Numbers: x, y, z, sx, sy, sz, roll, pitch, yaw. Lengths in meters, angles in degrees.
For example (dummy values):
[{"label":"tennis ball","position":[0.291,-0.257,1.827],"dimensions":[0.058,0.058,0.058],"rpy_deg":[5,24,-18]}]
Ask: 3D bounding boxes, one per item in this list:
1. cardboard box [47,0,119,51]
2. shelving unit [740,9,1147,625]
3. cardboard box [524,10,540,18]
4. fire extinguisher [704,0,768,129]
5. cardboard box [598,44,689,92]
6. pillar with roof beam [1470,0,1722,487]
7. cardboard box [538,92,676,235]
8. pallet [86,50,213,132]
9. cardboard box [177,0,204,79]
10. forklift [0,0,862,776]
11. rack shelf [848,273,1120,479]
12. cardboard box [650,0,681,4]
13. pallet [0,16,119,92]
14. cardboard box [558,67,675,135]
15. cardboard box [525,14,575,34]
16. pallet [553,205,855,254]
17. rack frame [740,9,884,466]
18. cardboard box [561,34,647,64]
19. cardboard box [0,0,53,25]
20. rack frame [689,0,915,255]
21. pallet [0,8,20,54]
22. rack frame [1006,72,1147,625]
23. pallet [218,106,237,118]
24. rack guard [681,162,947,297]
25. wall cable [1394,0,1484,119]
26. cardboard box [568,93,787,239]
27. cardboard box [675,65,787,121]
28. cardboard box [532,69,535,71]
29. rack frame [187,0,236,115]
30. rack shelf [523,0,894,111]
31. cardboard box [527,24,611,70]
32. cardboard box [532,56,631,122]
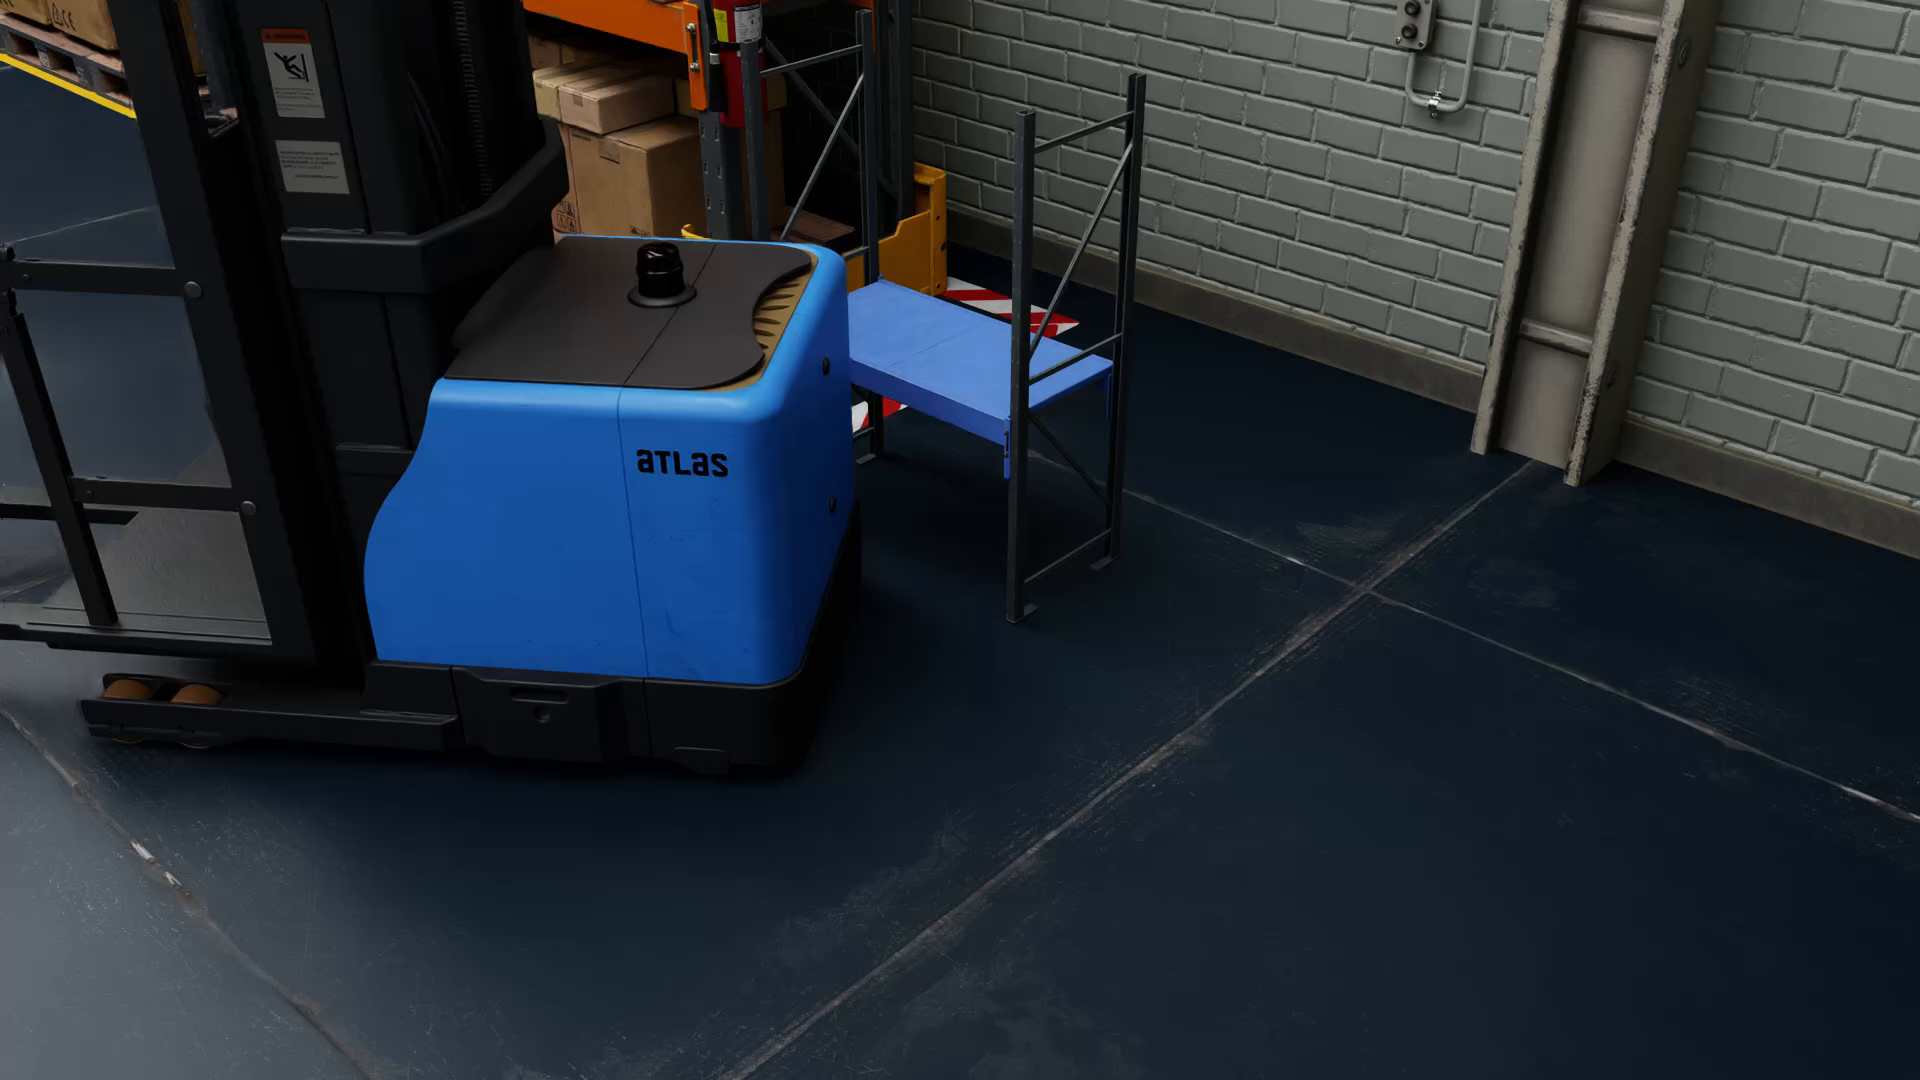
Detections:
[{"label":"cardboard box","position":[-4.762,-3.316,9.527],"dimensions":[0.750,0.750,0.750],"rpy_deg":[26,40,36]},{"label":"shelving unit","position":[-0.063,-0.672,4.912],"dimensions":[1.048,1.500,0.538],"rpy_deg":[25,39,35]},{"label":"cardboard box","position":[-2.053,-2.341,7.618],"dimensions":[0.250,0.149,0.380],"rpy_deg":[24,39,34]},{"label":"fire extinguisher","position":[-0.763,-1.769,5.717],"dimensions":[0.183,0.674,0.296],"rpy_deg":[25,39,35]},{"label":"cardboard box","position":[-1.301,-1.990,7.035],"dimensions":[0.250,0.149,0.380],"rpy_deg":[25,39,35]},{"label":"pillar with roof beam","position":[-0.872,-2.511,0.696],"dimensions":[0.400,9.000,9.100],"rpy_deg":[25,39,35]},{"label":"cardboard box","position":[-1.523,-1.677,7.144],"dimensions":[0.500,0.500,0.700],"rpy_deg":[25,39,35]},{"label":"pallet","position":[-4.154,-2.619,9.395],"dimensions":[1.213,0.211,1.003],"rpy_deg":[25,39,35]},{"label":"cardboard box","position":[-4.100,-3.009,9.018],"dimensions":[0.750,0.750,0.750],"rpy_deg":[26,39,36]},{"label":"forklift","position":[-1.845,-0.977,4.032],"dimensions":[3.031,2.935,1.130],"rpy_deg":[3,31,5]},{"label":"rack shelf","position":[-0.063,-0.518,5.005],"dimensions":[1.000,0.185,0.538],"rpy_deg":[25,39,35]},{"label":"cardboard box","position":[-0.950,-2.492,6.190],"dimensions":[0.700,0.700,0.980],"rpy_deg":[27,40,37]},{"label":"pallet","position":[-5.063,-3.041,10.097],"dimensions":[1.213,0.211,1.003],"rpy_deg":[25,39,35]},{"label":"cardboard box","position":[-1.369,-1.757,6.647],"dimensions":[0.250,0.149,0.380],"rpy_deg":[25,39,35]},{"label":"cardboard box","position":[-1.866,-2.253,7.472],"dimensions":[0.250,0.149,0.380],"rpy_deg":[25,39,36]},{"label":"pallet","position":[-1.211,-1.243,7.110],"dimensions":[1.213,0.211,1.003],"rpy_deg":[25,39,35]},{"label":"rack frame","position":[-0.440,-0.848,5.204],"dimensions":[0.032,1.500,0.500],"rpy_deg":[25,39,35]},{"label":"cardboard box","position":[-1.486,-2.077,7.179],"dimensions":[0.250,0.149,0.380],"rpy_deg":[25,39,35]},{"label":"cardboard box","position":[-5.395,-3.608,10.012],"dimensions":[0.750,0.750,0.750],"rpy_deg":[25,39,35]},{"label":"rack frame","position":[-0.566,-2.191,5.981],"dimensions":[0.127,3.000,1.000],"rpy_deg":[25,39,35]},{"label":"pallet","position":[-5.963,-3.463,10.798],"dimensions":[1.213,0.211,1.003],"rpy_deg":[25,39,35]},{"label":"rack frame","position":[0.314,-0.496,4.620],"dimensions":[0.032,1.500,0.500],"rpy_deg":[25,39,35]},{"label":"pallet","position":[-3.020,-2.087,8.513],"dimensions":[1.213,0.211,1.003],"rpy_deg":[25,39,35]},{"label":"rack guard","position":[-0.548,-1.112,6.612],"dimensions":[0.348,0.500,1.175],"rpy_deg":[25,39,35]},{"label":"wall cable","position":[1.019,-2.545,5.584],"dimensions":[1.851,1.984,0.084],"rpy_deg":[25,39,35]},{"label":"cardboard box","position":[-1.152,-1.504,6.856],"dimensions":[0.500,0.500,0.700],"rpy_deg":[25,39,35]},{"label":"cardboard box","position":[-0.925,-1.815,6.744],"dimensions":[0.250,0.149,0.380],"rpy_deg":[25,39,35]},{"label":"cardboard box","position":[-1.896,-1.851,7.433],"dimensions":[0.500,0.500,0.700],"rpy_deg":[24,38,34]},{"label":"rack frame","position":[-3.531,-3.575,8.281],"dimensions":[0.127,3.000,1.000],"rpy_deg":[25,39,35]},{"label":"rack shelf","position":[-2.048,-2.575,7.316],"dimensions":[4.000,0.370,1.077],"rpy_deg":[25,39,35]},{"label":"cardboard box","position":[-1.675,-2.165,7.325],"dimensions":[0.250,0.149,0.380],"rpy_deg":[26,39,36]},{"label":"cardboard box","position":[-1.559,-1.845,6.793],"dimensions":[0.250,0.149,0.380],"rpy_deg":[26,40,36]}]
